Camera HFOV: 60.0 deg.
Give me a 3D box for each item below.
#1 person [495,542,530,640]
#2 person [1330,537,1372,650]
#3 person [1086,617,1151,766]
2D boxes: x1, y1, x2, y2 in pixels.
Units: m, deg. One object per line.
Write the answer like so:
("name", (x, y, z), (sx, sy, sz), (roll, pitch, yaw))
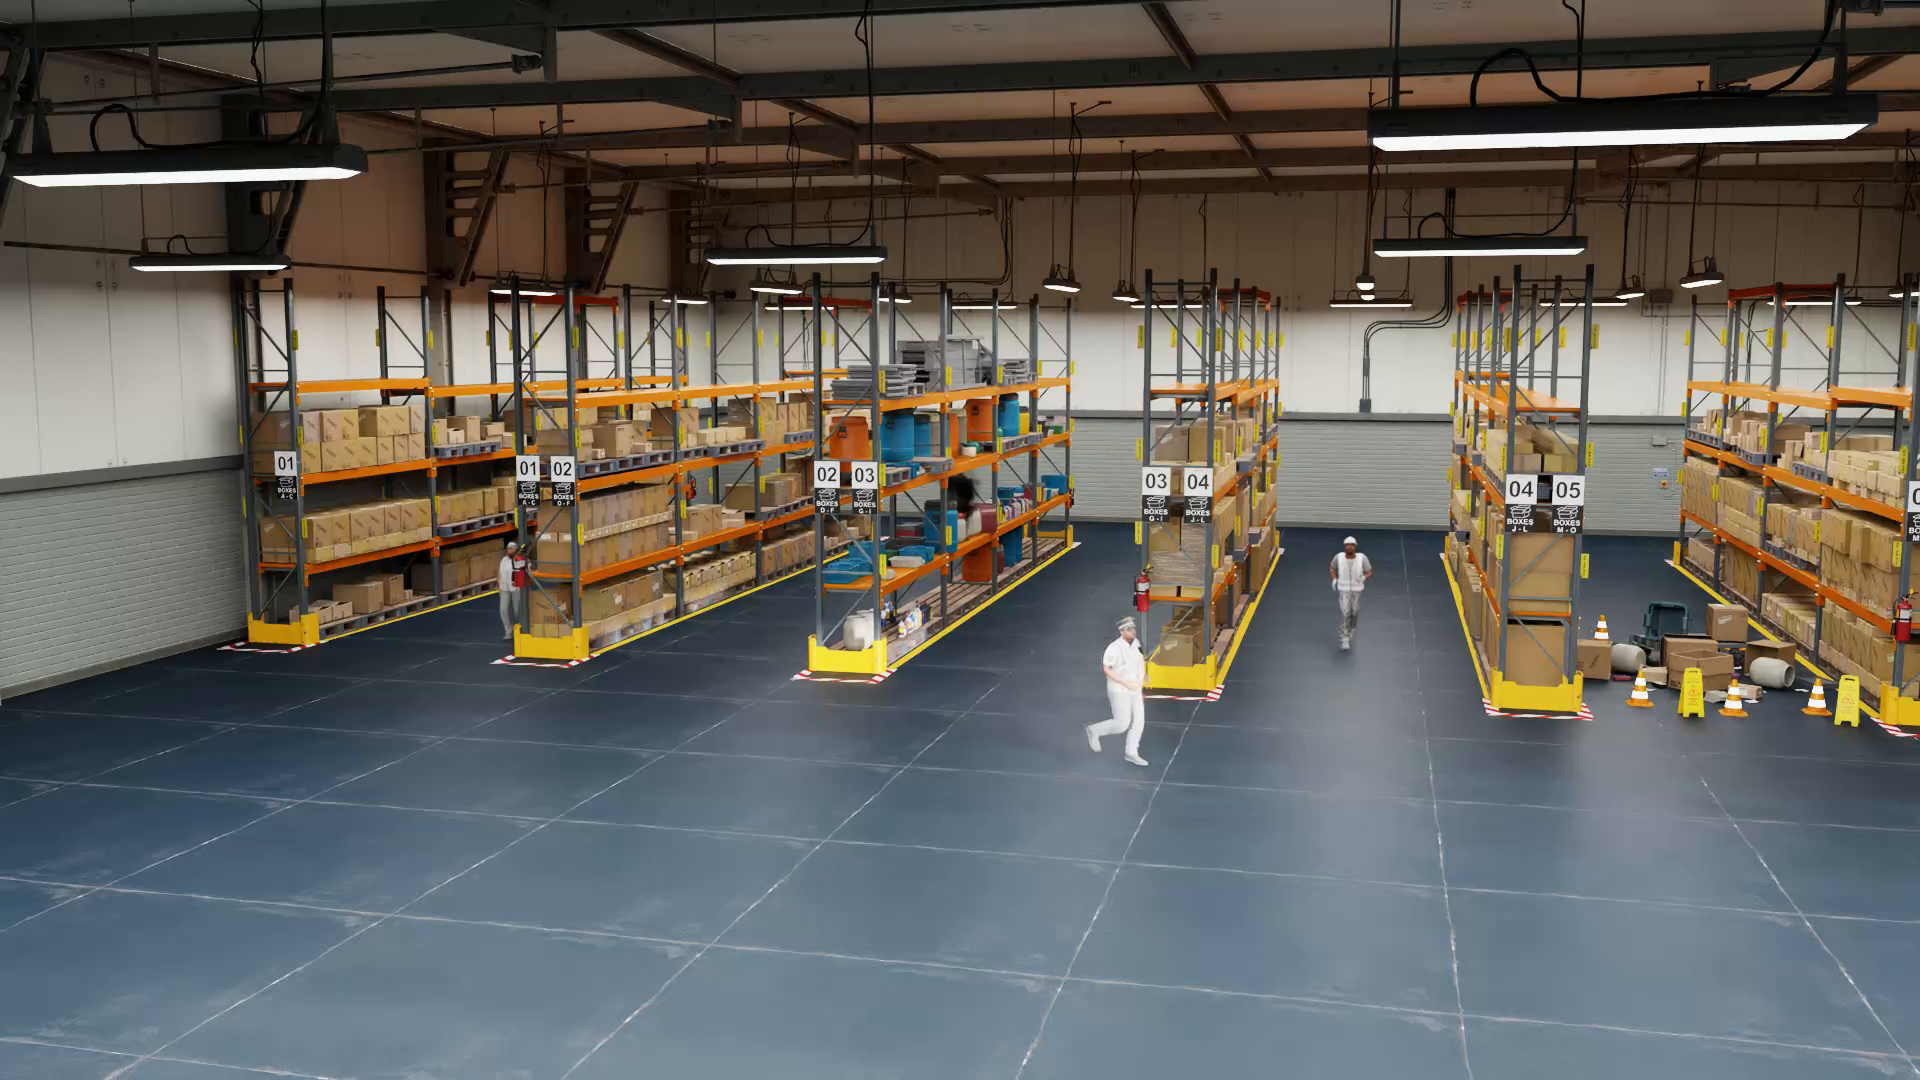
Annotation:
("person", (-7.547, 0.841, 28.050), (0.613, 1.620, 0.646), (1, 7, 9))
("person", (6.395, 0.833, 27.214), (0.669, 1.793, 0.900), (1, 7, 9))
("person", (1.935, 1.772, 19.844), (0.782, 1.778, 0.668), (7, 9, 43))
